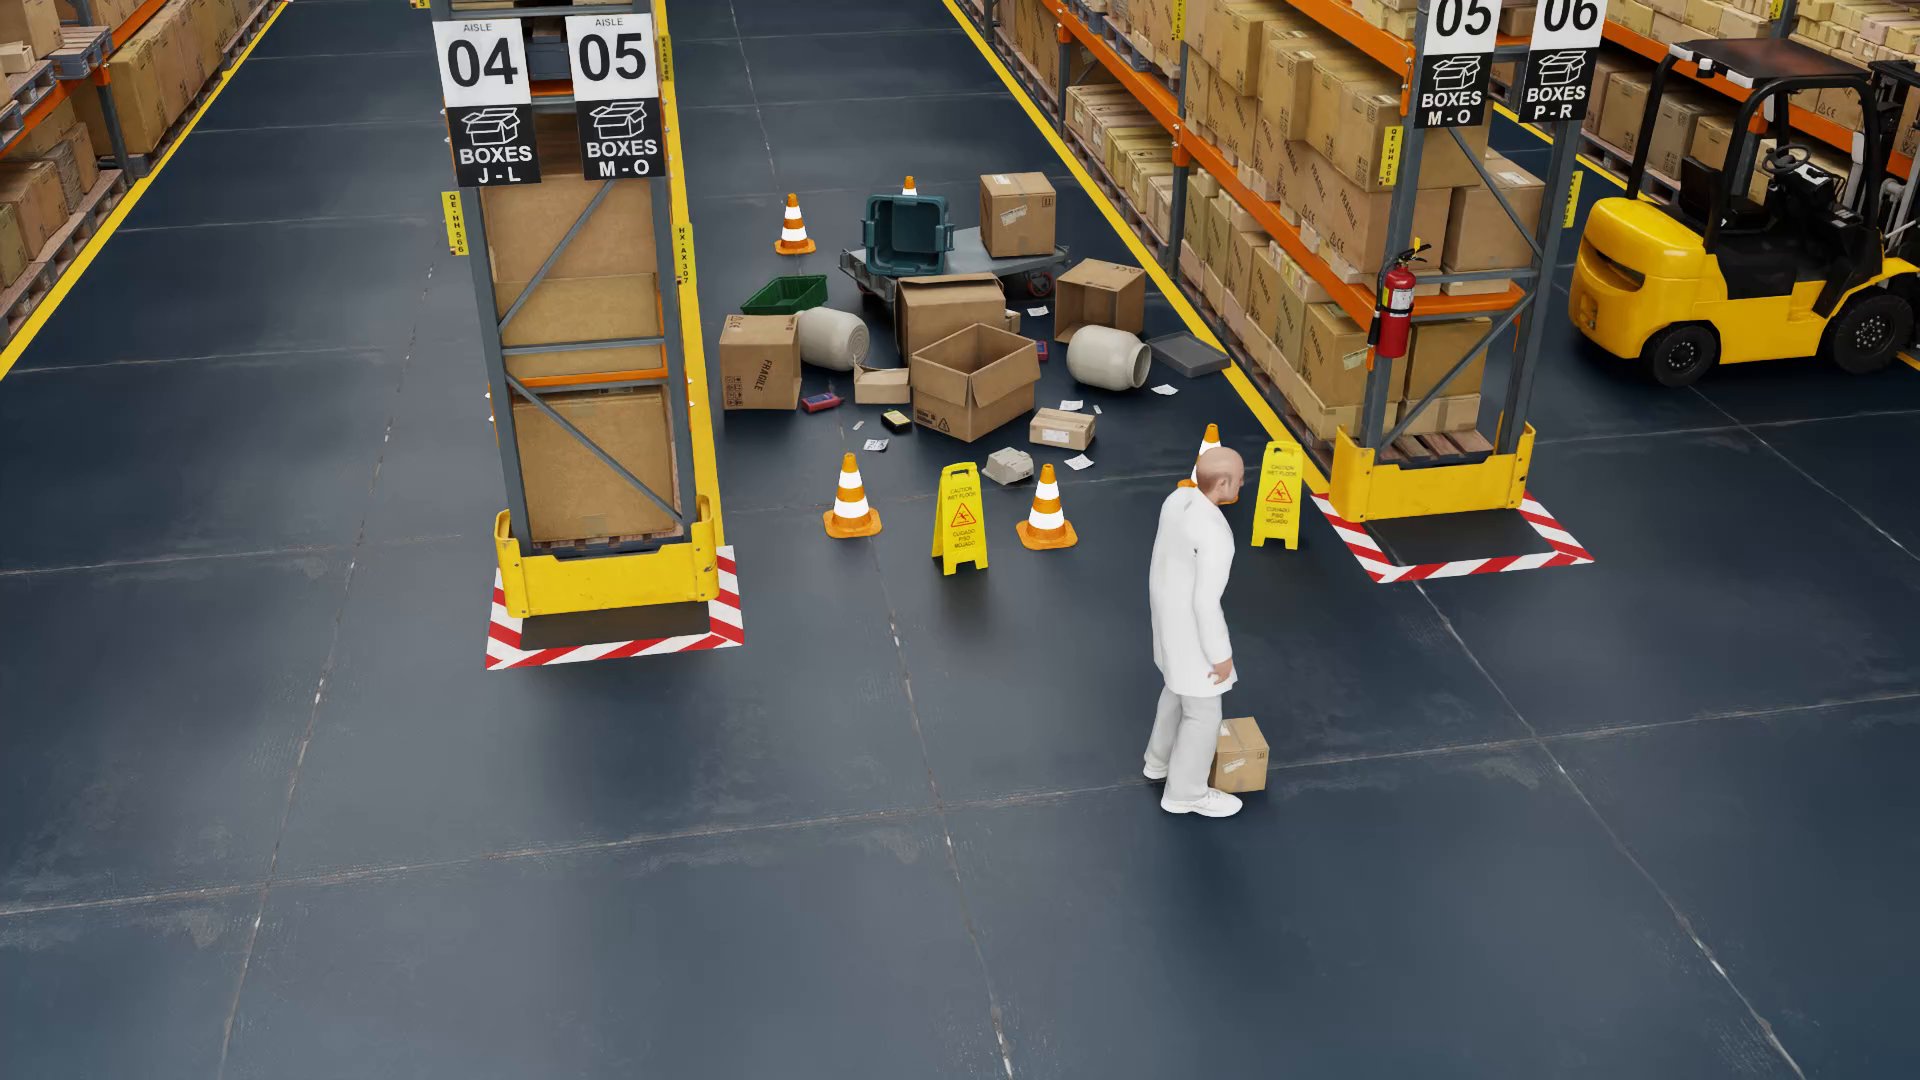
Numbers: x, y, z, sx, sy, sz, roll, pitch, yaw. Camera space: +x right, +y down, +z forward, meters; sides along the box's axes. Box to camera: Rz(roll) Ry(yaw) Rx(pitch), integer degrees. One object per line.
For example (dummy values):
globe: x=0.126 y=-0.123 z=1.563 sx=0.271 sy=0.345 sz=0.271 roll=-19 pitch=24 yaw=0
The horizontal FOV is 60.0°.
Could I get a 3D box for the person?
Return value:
person: x=1.059 y=0.392 z=7.485 sx=0.417 sy=1.774 sz=0.650 roll=-6 pitch=31 yaw=-10
